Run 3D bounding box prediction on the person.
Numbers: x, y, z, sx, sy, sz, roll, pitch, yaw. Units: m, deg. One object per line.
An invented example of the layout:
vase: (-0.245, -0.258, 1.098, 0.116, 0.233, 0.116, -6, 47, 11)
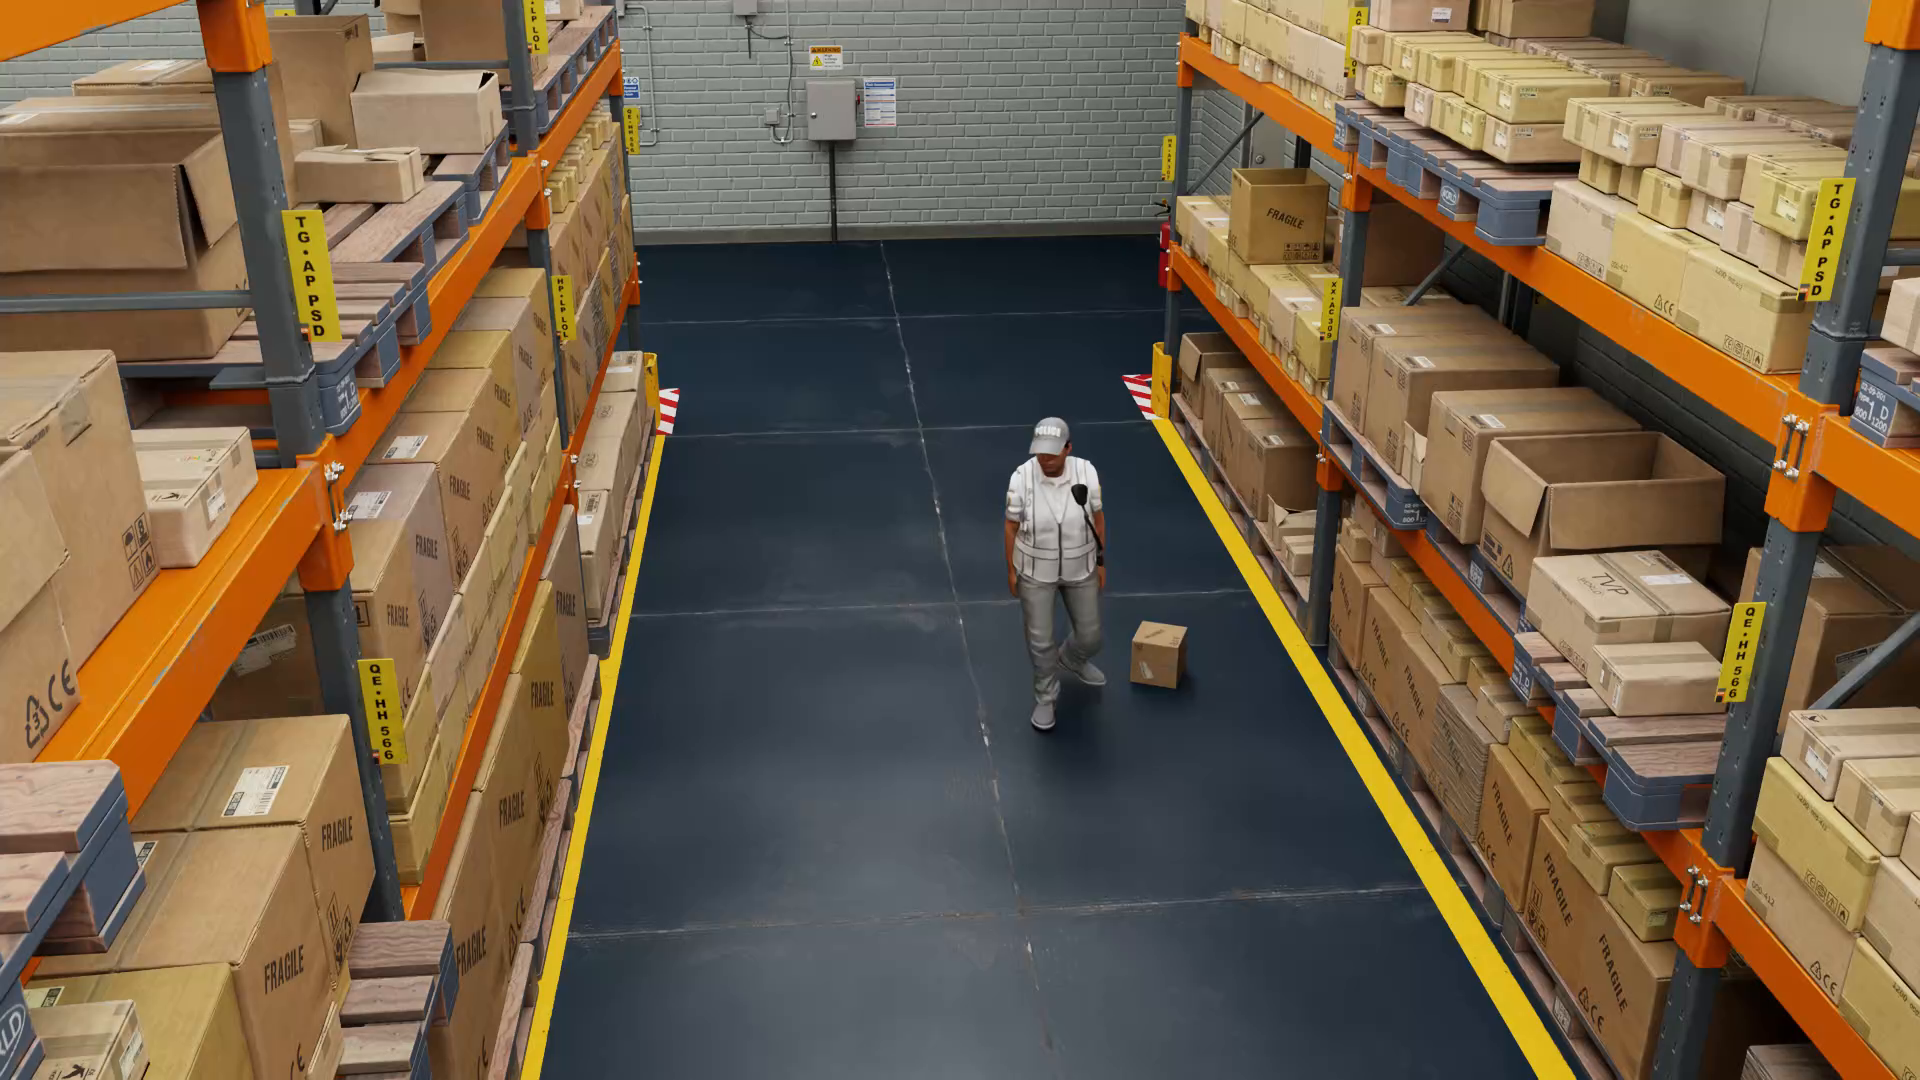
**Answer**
person: (0.496, 0.129, 8.307, 0.559, 1.653, 0.581, -2, 24, -3)
